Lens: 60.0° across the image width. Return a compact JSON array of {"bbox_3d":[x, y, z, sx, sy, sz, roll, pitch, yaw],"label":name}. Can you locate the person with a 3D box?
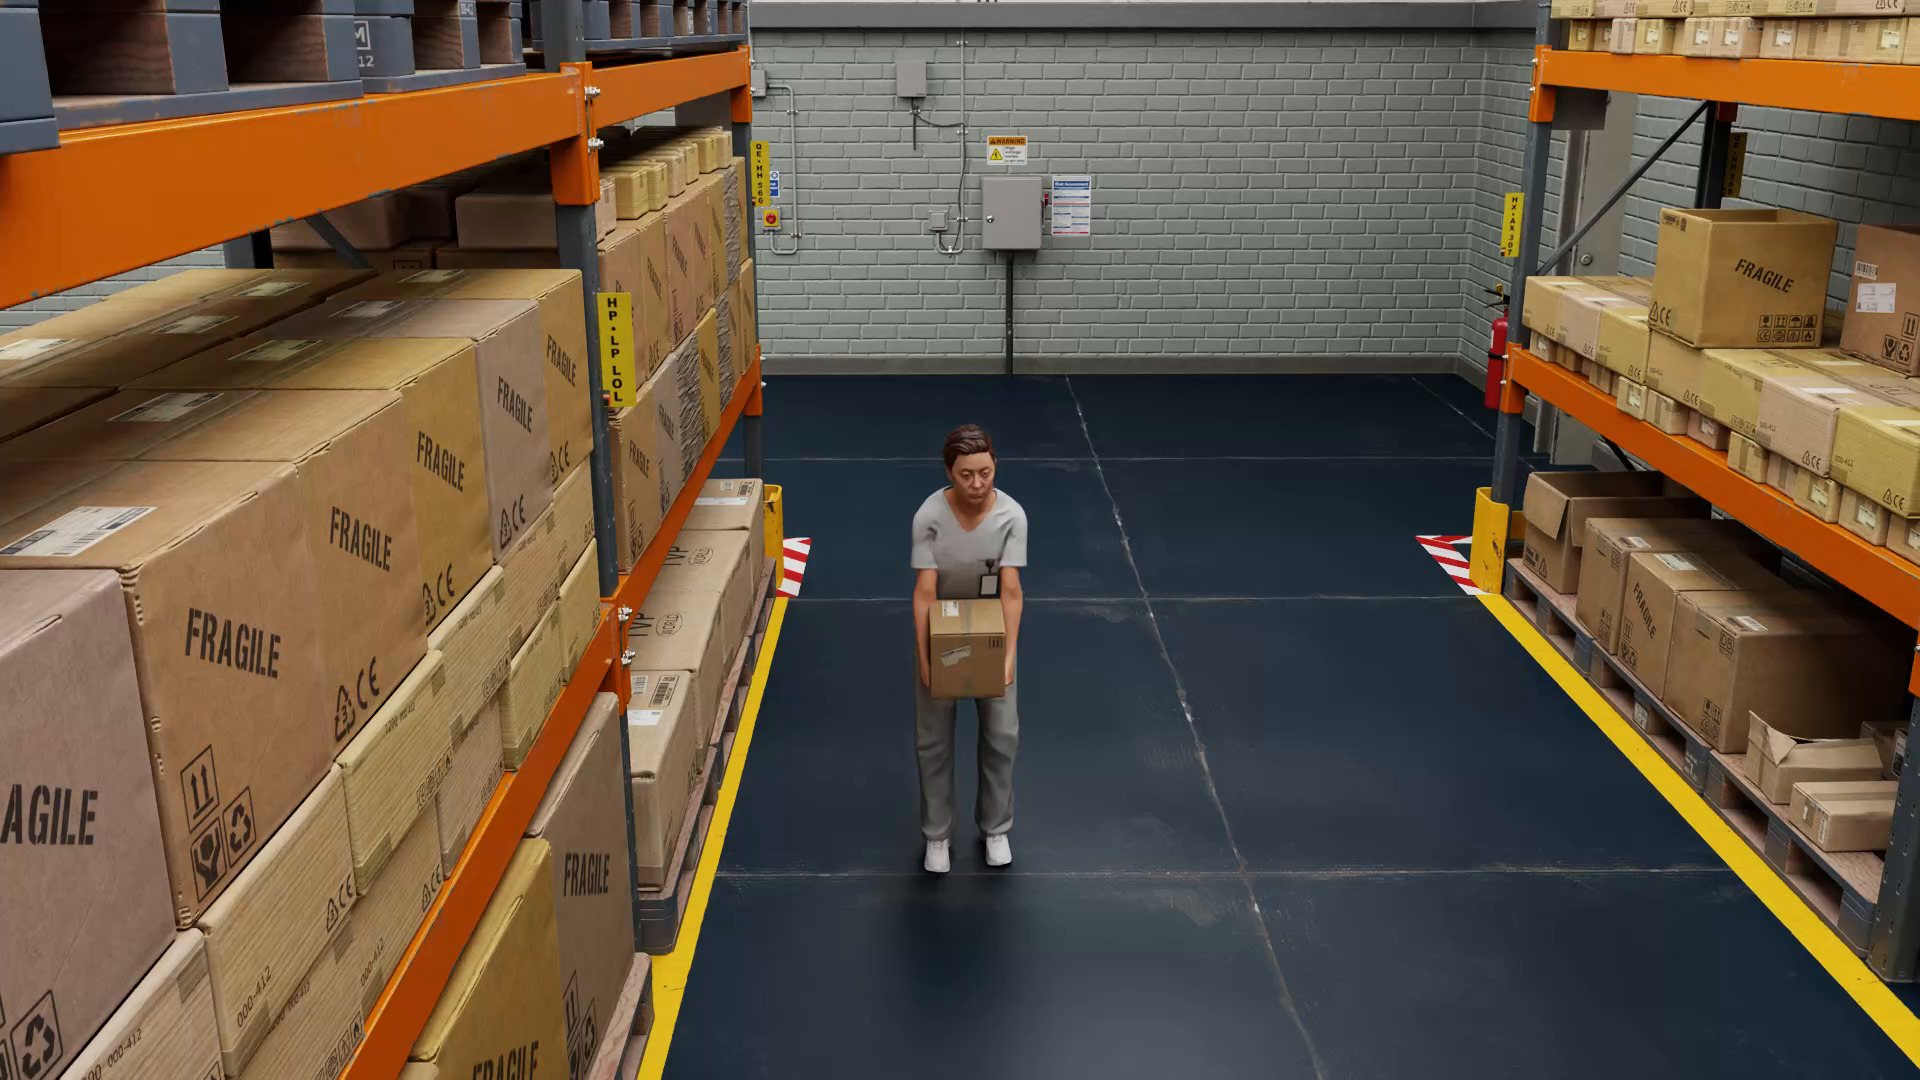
[{"bbox_3d":[0.030,0.388,5.854,0.410,1.646,0.525,-1,17,-2],"label":"person"}]
